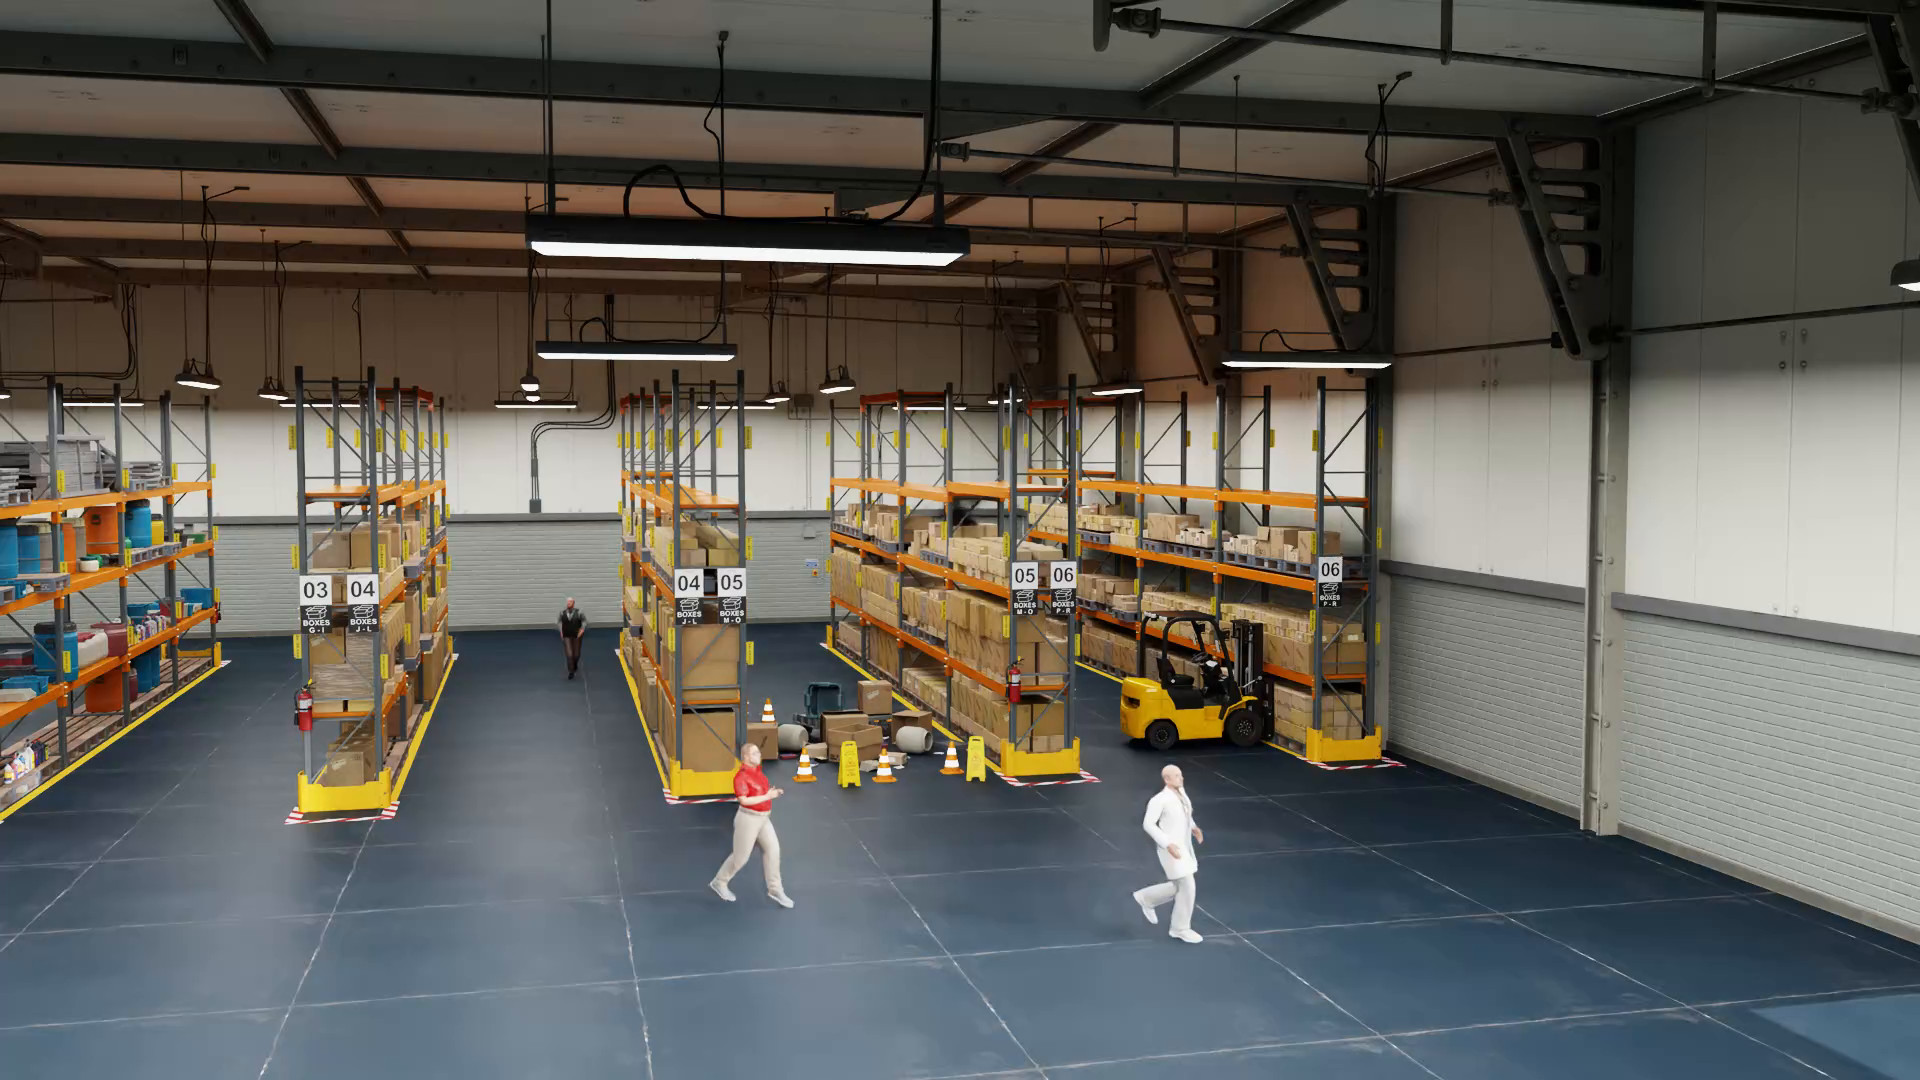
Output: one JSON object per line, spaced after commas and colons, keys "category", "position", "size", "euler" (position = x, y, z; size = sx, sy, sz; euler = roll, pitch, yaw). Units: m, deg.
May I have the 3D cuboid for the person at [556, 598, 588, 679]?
{"category": "person", "position": [-8.217, 2.066, 35.232], "size": [0.660, 1.699, 0.601], "euler": [0, 3, -7]}

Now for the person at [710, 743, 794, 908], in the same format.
{"category": "person", "position": [-2.241, 3.059, 17.884], "size": [0.913, 1.761, 0.649], "euler": [1, 4, 20]}

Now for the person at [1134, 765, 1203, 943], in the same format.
{"category": "person", "position": [2.110, 3.136, 16.772], "size": [0.760, 1.763, 0.706], "euler": [2, 4, 31]}
